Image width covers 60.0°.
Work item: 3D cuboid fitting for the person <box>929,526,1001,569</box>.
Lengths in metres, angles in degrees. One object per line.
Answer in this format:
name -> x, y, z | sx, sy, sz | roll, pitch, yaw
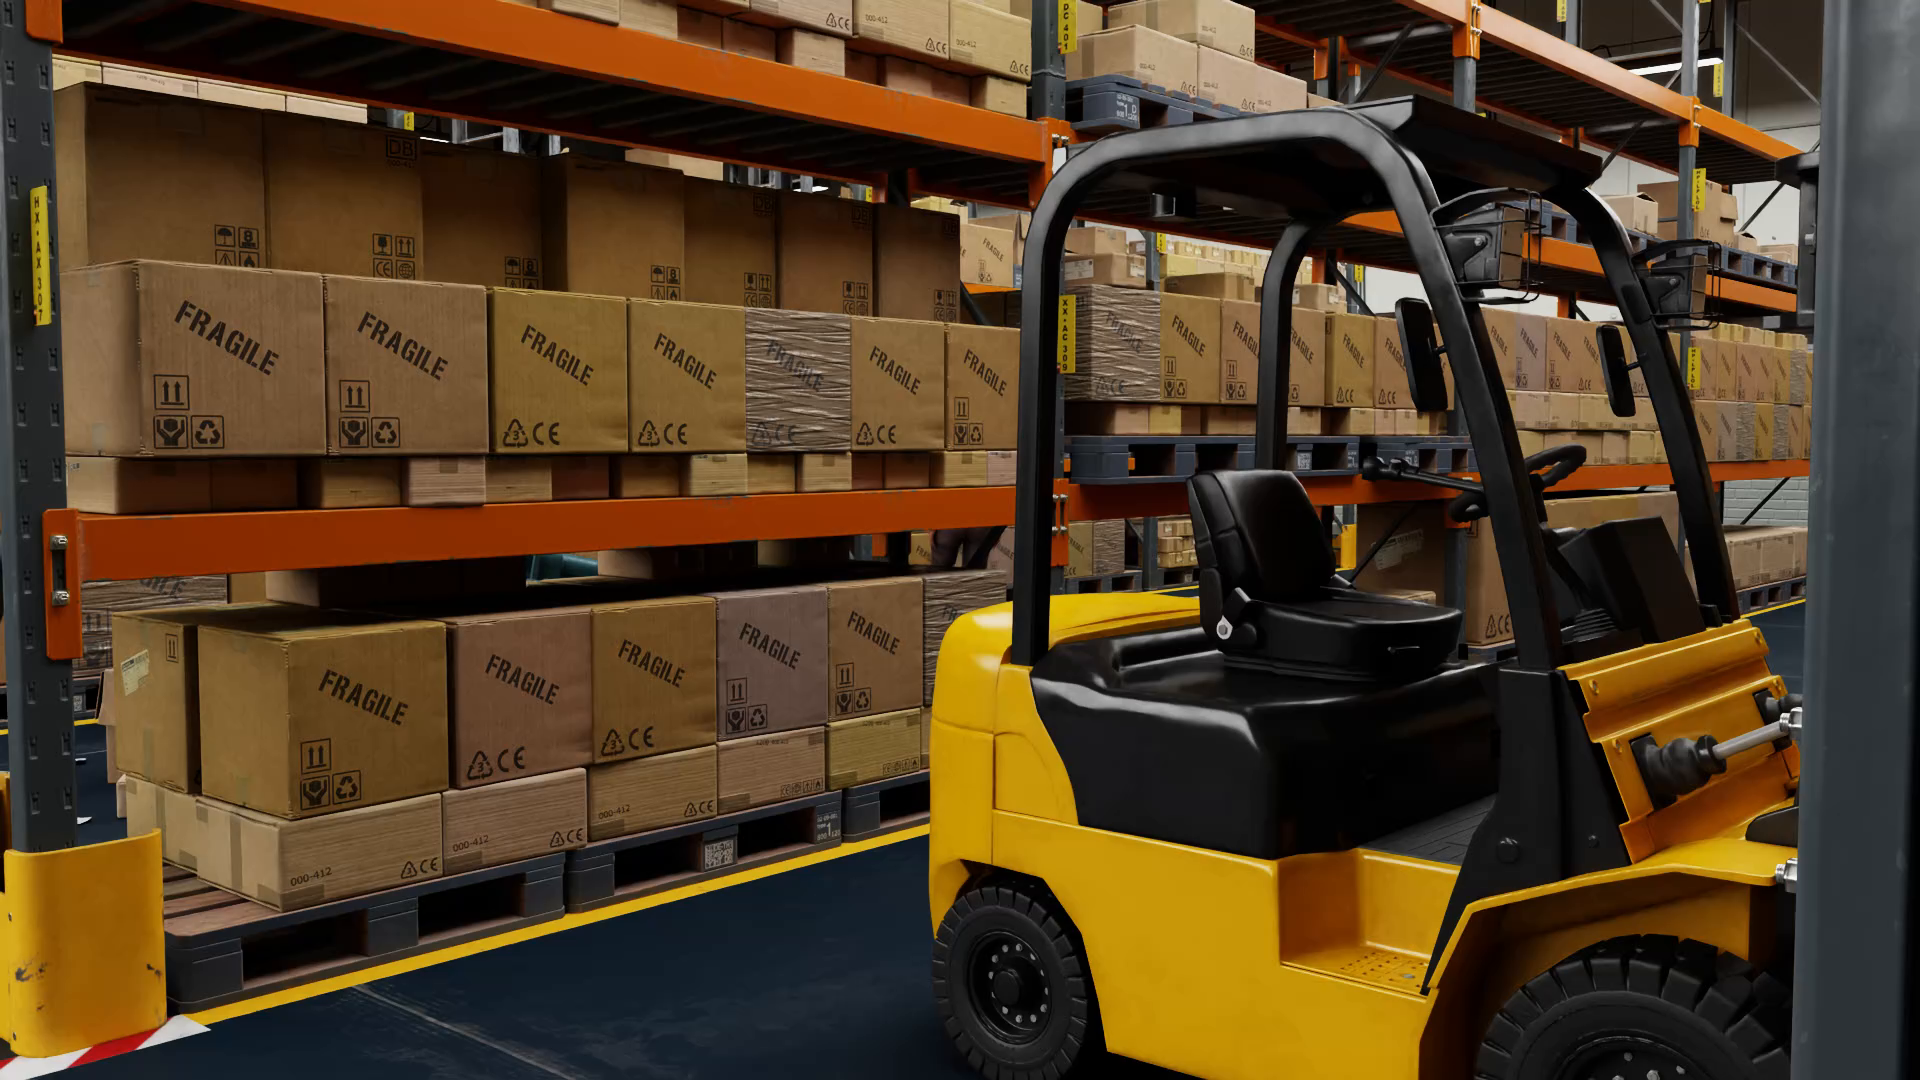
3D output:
person -> 0.025, -0.058, 11.715 | 0.562, 1.781, 0.447 | -1, 4, -12
